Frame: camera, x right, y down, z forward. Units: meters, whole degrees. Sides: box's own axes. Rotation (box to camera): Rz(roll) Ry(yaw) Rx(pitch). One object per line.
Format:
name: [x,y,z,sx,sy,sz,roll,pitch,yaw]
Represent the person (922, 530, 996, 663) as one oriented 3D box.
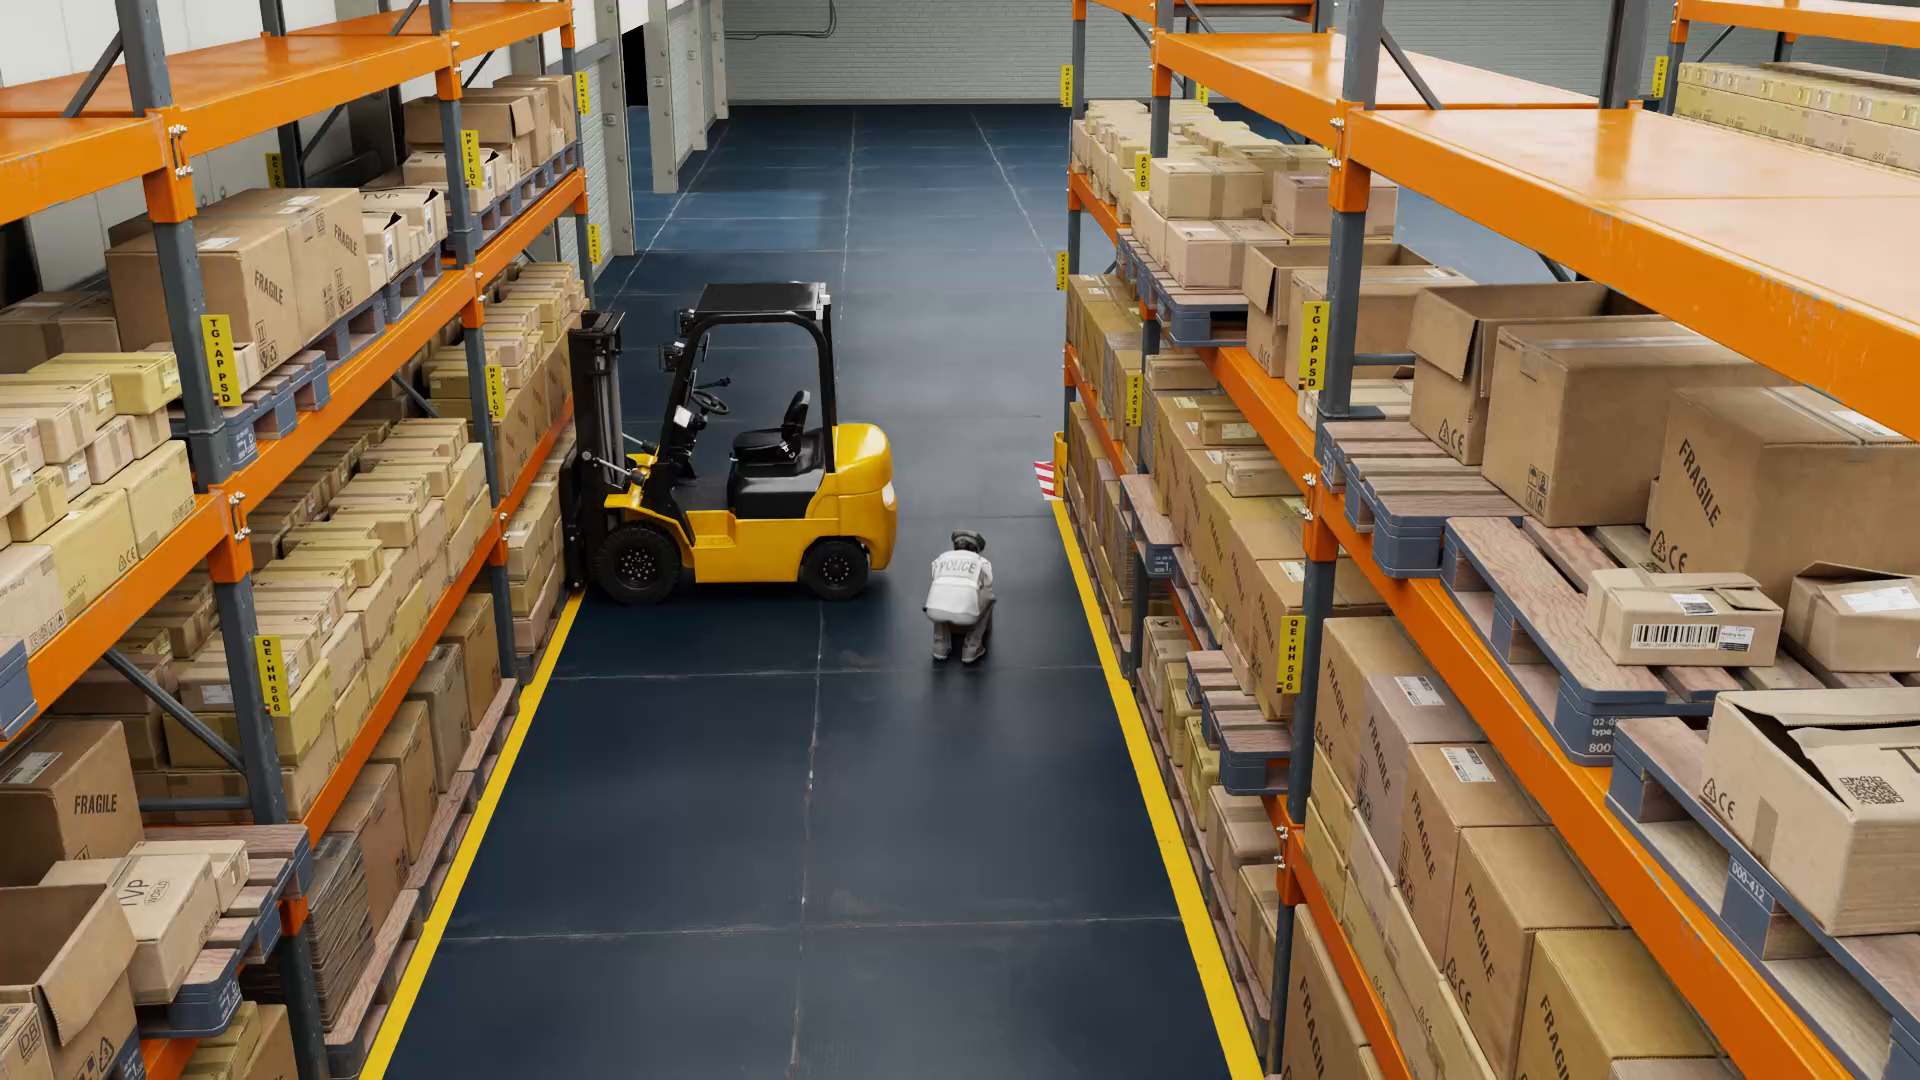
person: [0.006,0.415,11.342,0.459,0.802,0.901,5,21,14]
